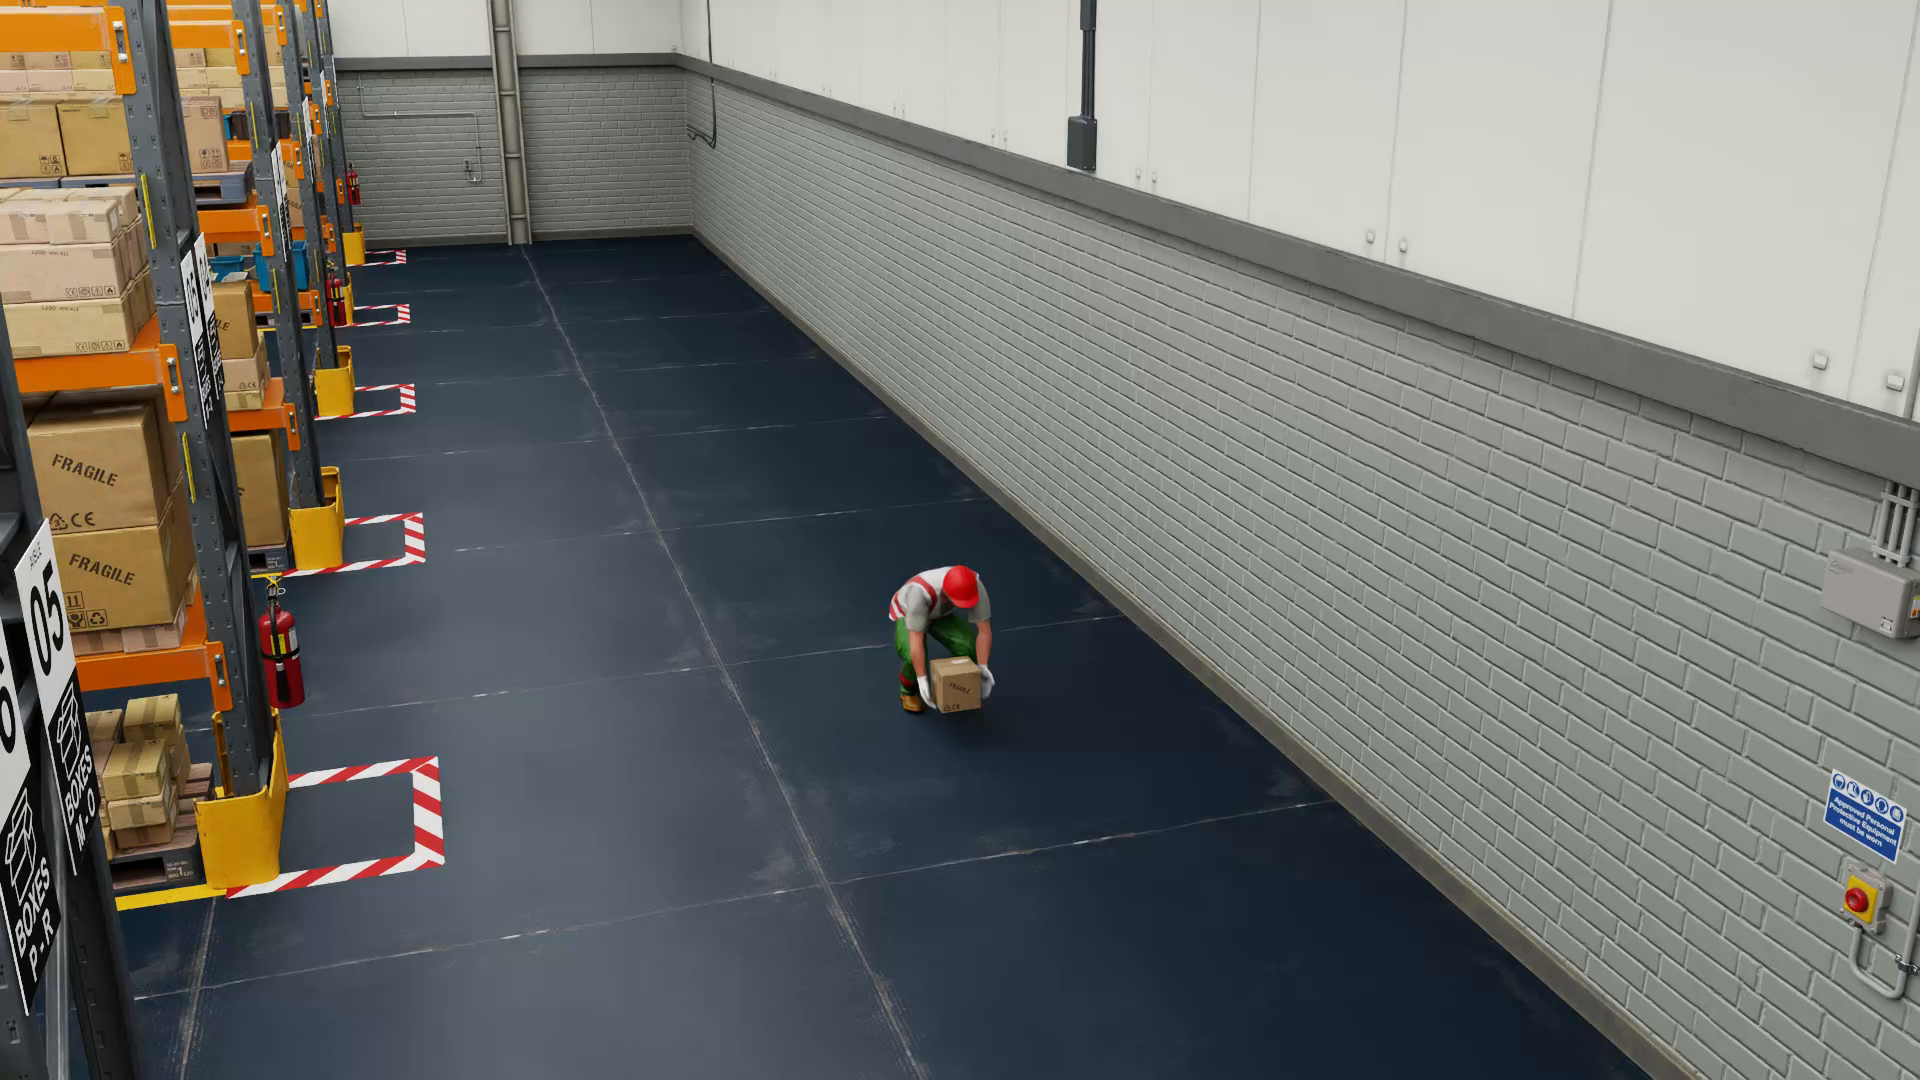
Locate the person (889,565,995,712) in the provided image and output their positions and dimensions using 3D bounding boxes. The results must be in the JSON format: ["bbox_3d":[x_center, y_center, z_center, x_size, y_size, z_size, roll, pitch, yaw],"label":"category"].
[{"bbox_3d":[-0.123,0.571,10.476,0.579,1.074,0.860,-6,20,-17],"label":"person"}]
